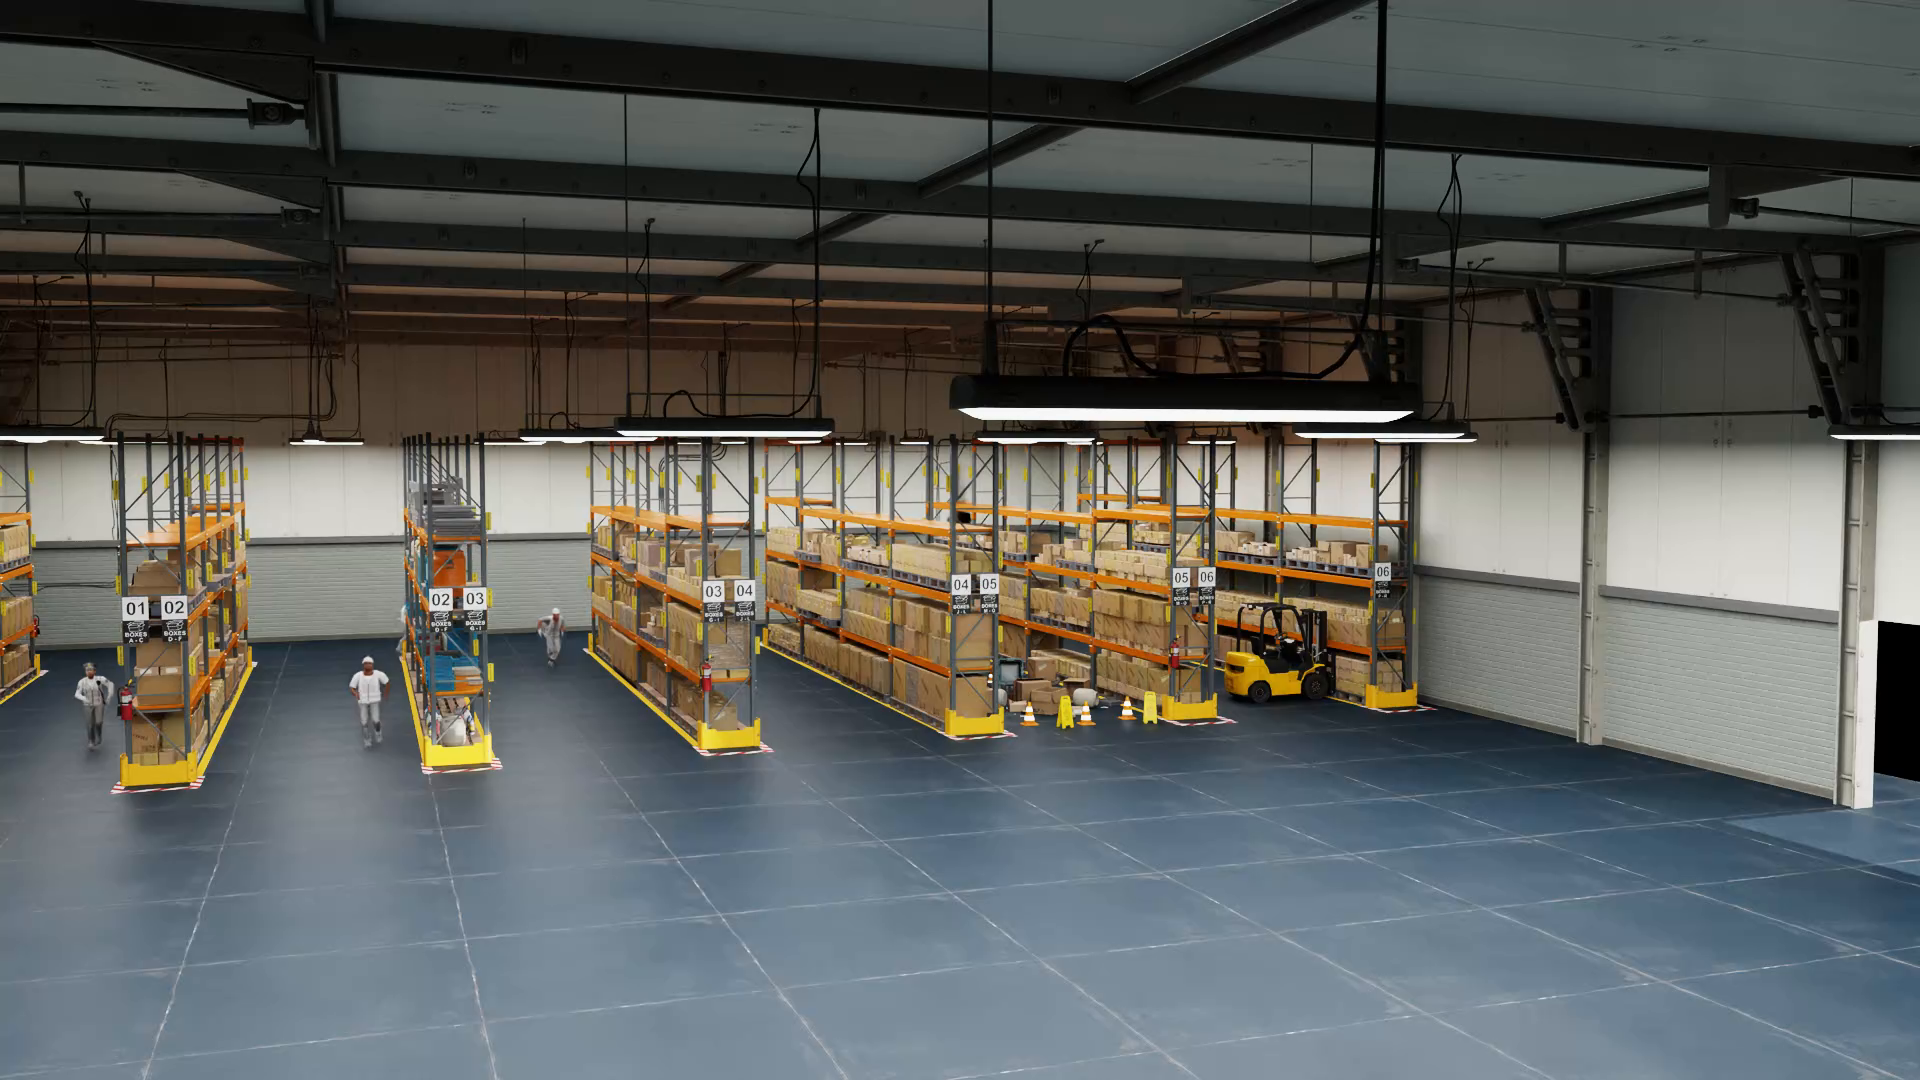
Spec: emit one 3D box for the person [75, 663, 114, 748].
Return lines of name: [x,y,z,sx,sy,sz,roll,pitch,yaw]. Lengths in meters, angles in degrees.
person: [-16.408,3.139,31.527,0.630,1.652,0.737,-1,3,-21]

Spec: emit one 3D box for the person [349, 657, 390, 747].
person: [-11.281,3.096,31.752,0.738,1.727,0.582,-1,3,-15]

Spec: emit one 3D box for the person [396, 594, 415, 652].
person: [-15.335,2.326,46.374,0.777,1.660,0.601,-1,3,-18]

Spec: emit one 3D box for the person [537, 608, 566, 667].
person: [-10.596,2.542,43.181,0.694,1.591,0.825,-2,4,-31]

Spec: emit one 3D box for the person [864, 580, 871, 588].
person: [-2.626,2.002,46.612,0.710,1.864,0.848,-1,3,-20]
